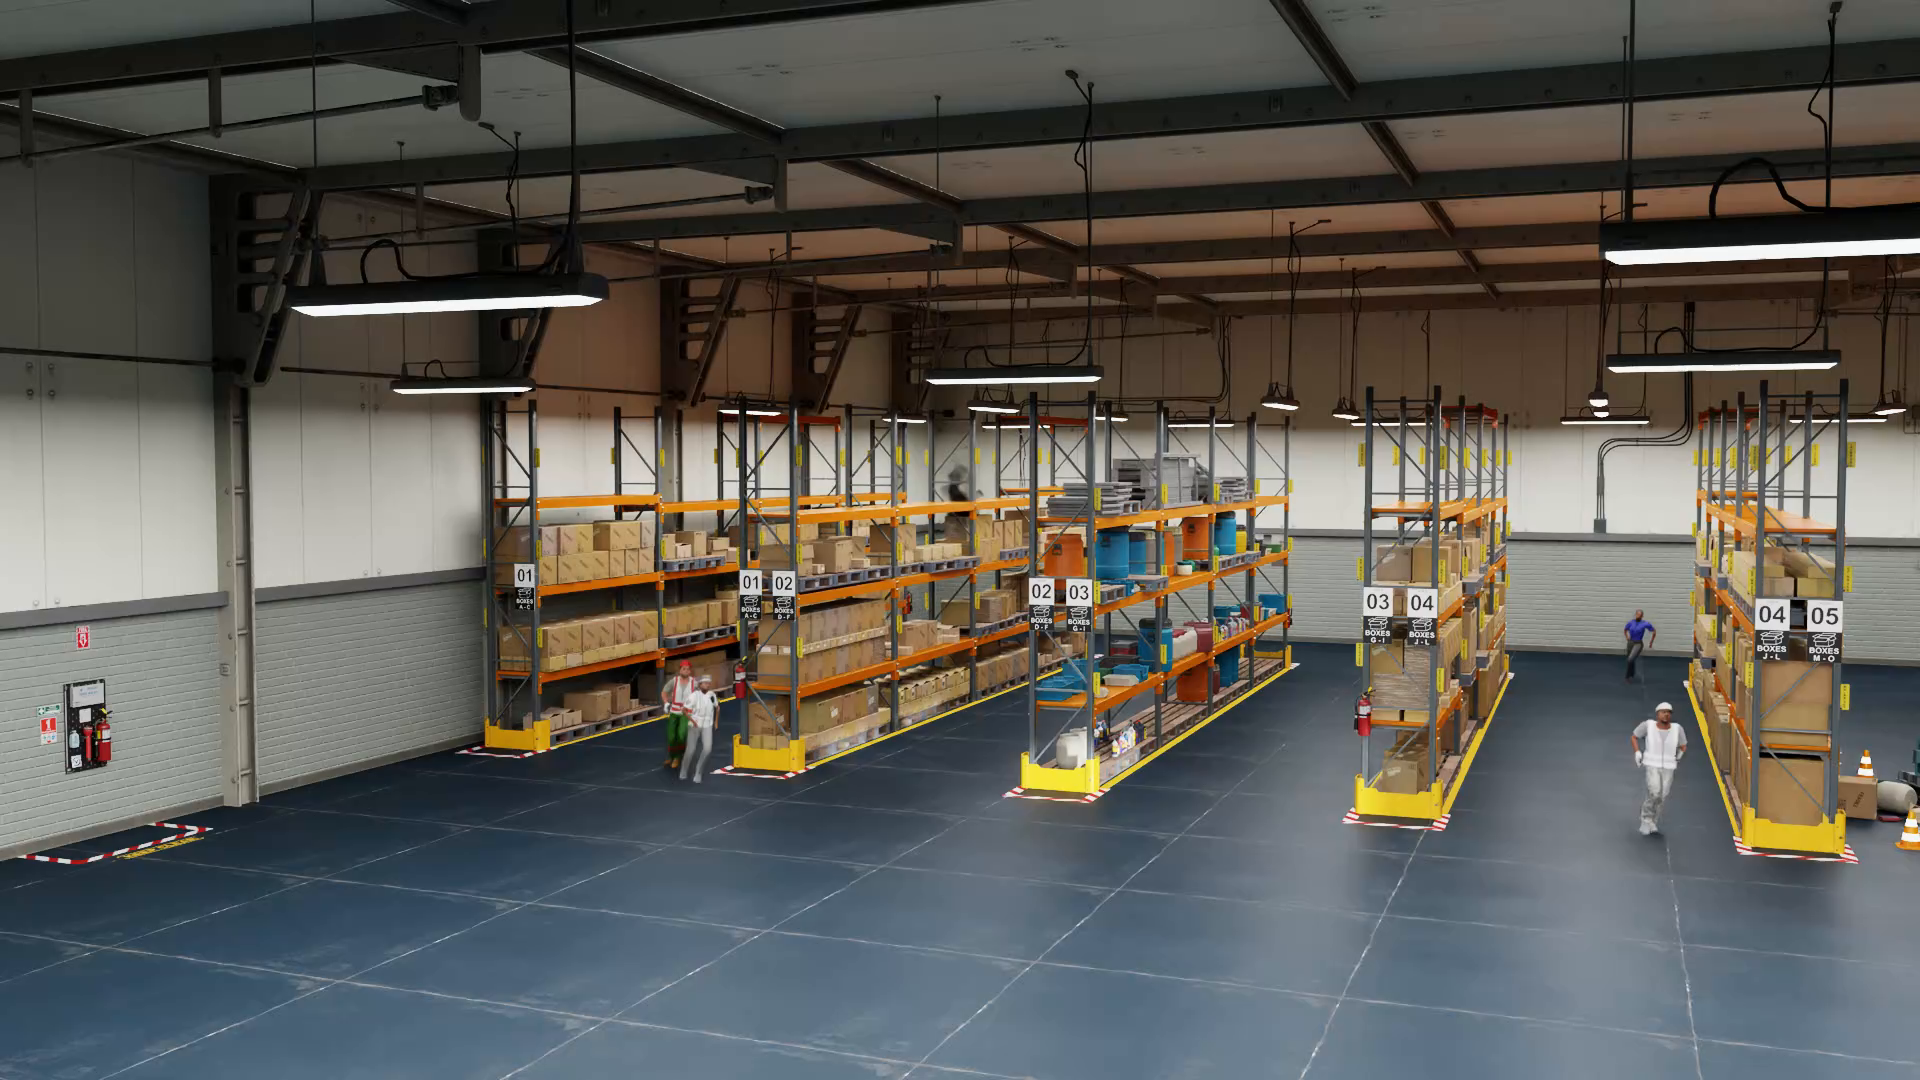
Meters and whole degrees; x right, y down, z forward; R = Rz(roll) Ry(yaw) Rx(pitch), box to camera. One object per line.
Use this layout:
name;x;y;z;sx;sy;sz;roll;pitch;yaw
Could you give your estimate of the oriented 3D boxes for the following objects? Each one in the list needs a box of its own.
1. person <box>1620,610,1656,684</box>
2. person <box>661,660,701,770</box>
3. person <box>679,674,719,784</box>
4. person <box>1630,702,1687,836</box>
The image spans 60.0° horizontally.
person;15.068;2.379;37.028;0.738;1.675;0.725;-2;4;-41
person;-4.471;2.806;26.766;0.717;1.748;0.632;0;3;2
person;-3.998;2.912;25.741;0.651;1.686;0.650;-1;3;-23
person;9.337;3.037;22.127;0.668;1.757;0.622;0;3;7
